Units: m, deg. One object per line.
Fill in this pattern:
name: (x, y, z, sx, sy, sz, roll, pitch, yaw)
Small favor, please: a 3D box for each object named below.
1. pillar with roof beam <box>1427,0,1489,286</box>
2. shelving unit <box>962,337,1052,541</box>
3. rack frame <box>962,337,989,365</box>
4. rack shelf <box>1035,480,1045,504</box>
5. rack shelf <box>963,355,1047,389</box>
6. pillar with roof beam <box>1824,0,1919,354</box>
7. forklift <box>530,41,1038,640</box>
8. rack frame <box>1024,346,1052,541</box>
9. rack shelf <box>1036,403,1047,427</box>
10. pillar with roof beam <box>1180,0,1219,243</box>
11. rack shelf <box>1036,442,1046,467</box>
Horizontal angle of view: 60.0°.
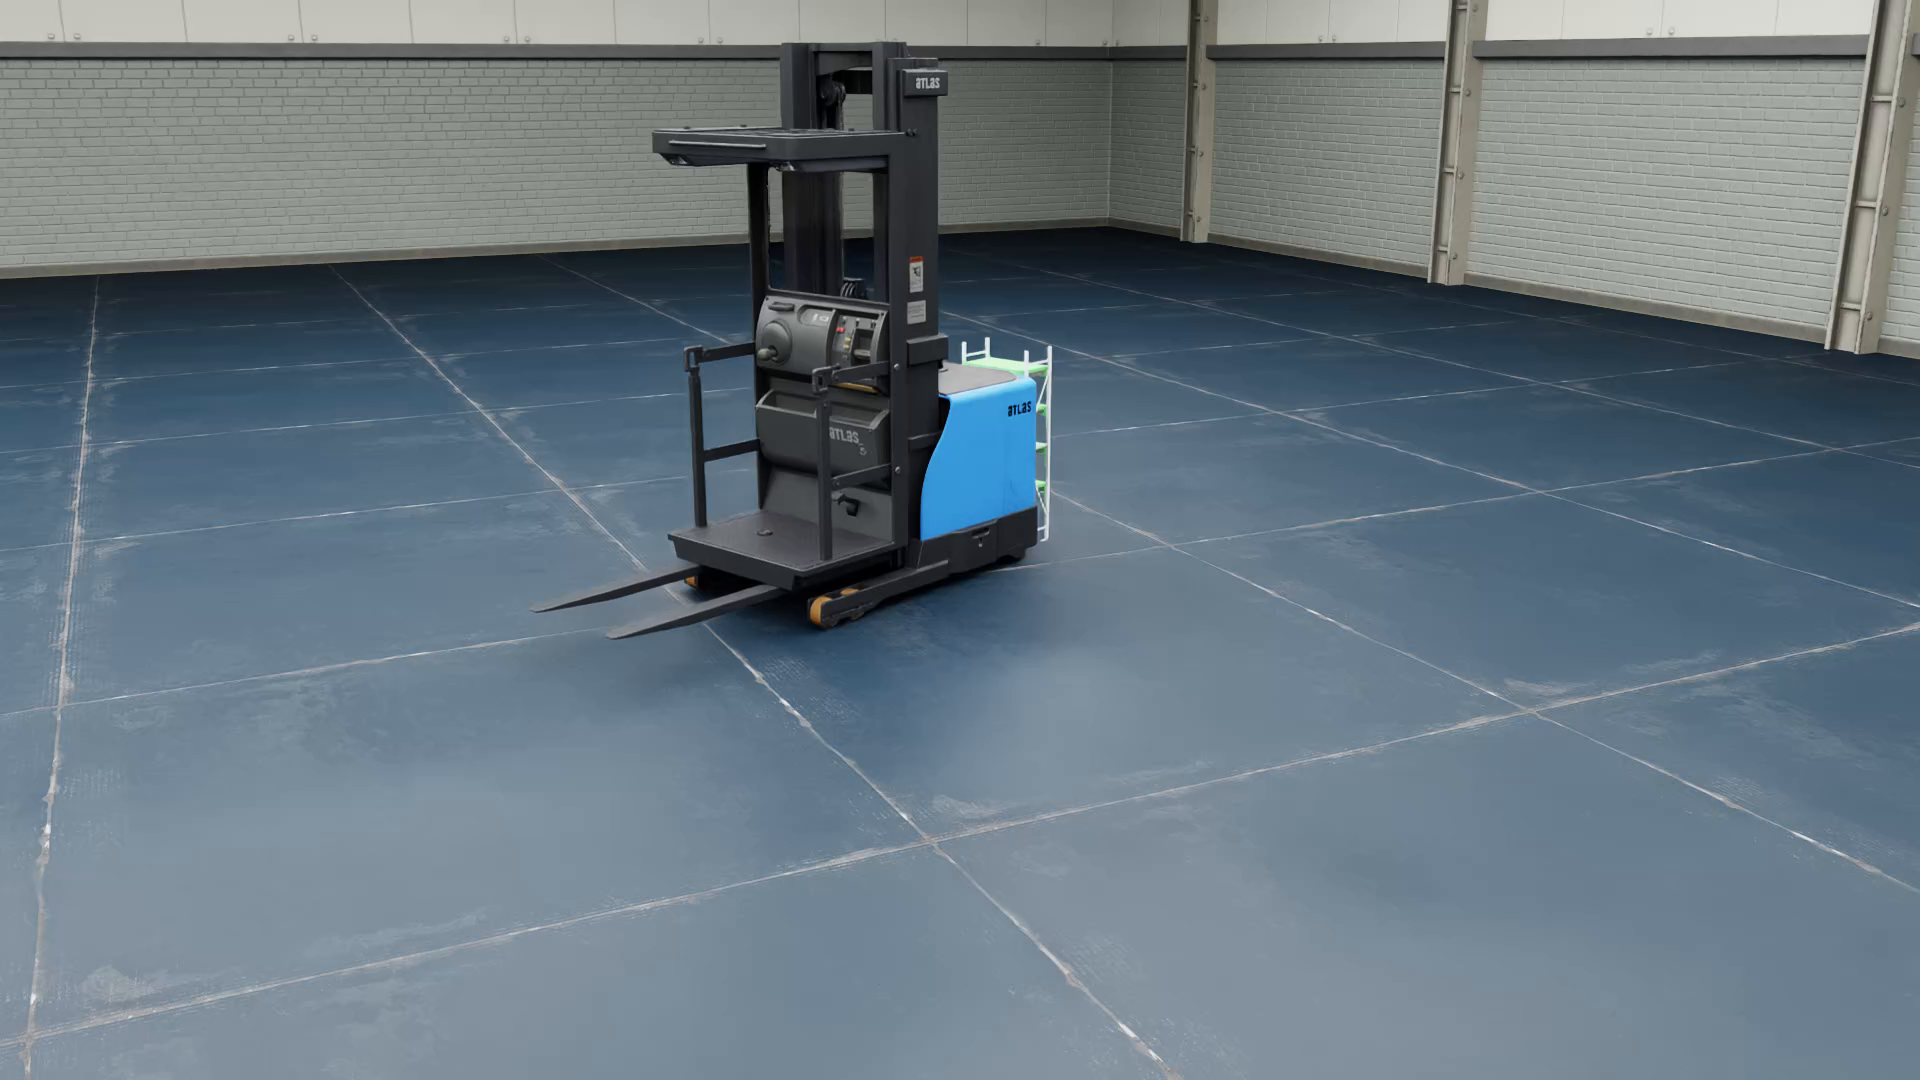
pillar with roof beam: (2.618, -7.233, 19.141, 9.100, 9.000, 0.400, -8, 18, -25)
shelving unit: (0.279, -0.601, 10.170, 0.503, 1.200, 0.258, 14, 21, 39)
rack frame: (0.095, -0.646, 10.324, 0.015, 1.200, 0.240, 14, 21, 39)
rack shelf: (0.278, -0.309, 10.253, 0.480, 0.148, 0.258, 14, 21, 39)
rack shelf: (0.279, -1.001, 10.055, 0.480, 0.148, 0.258, 14, 21, 39)
pillar with roof beam: (5.247, -5.745, 13.957, 9.100, 9.000, 0.400, -8, 18, -25)
forklift: (-0.888, -1.105, 8.788, 1.130, 2.935, 3.031, 14, 21, 39)
rack frame: (0.462, -0.557, 10.015, 0.015, 1.200, 0.240, 14, 21, 39)
rack shelf: (0.279, -0.771, 10.121, 0.480, 0.148, 0.258, 14, 21, 39)
pillar with roof beam: (-0.010, -8.721, 24.326, 9.100, 9.000, 0.400, -8, 18, -25)
rack shelf: (0.279, -0.540, 10.187, 0.480, 0.148, 0.258, 14, 21, 39)
